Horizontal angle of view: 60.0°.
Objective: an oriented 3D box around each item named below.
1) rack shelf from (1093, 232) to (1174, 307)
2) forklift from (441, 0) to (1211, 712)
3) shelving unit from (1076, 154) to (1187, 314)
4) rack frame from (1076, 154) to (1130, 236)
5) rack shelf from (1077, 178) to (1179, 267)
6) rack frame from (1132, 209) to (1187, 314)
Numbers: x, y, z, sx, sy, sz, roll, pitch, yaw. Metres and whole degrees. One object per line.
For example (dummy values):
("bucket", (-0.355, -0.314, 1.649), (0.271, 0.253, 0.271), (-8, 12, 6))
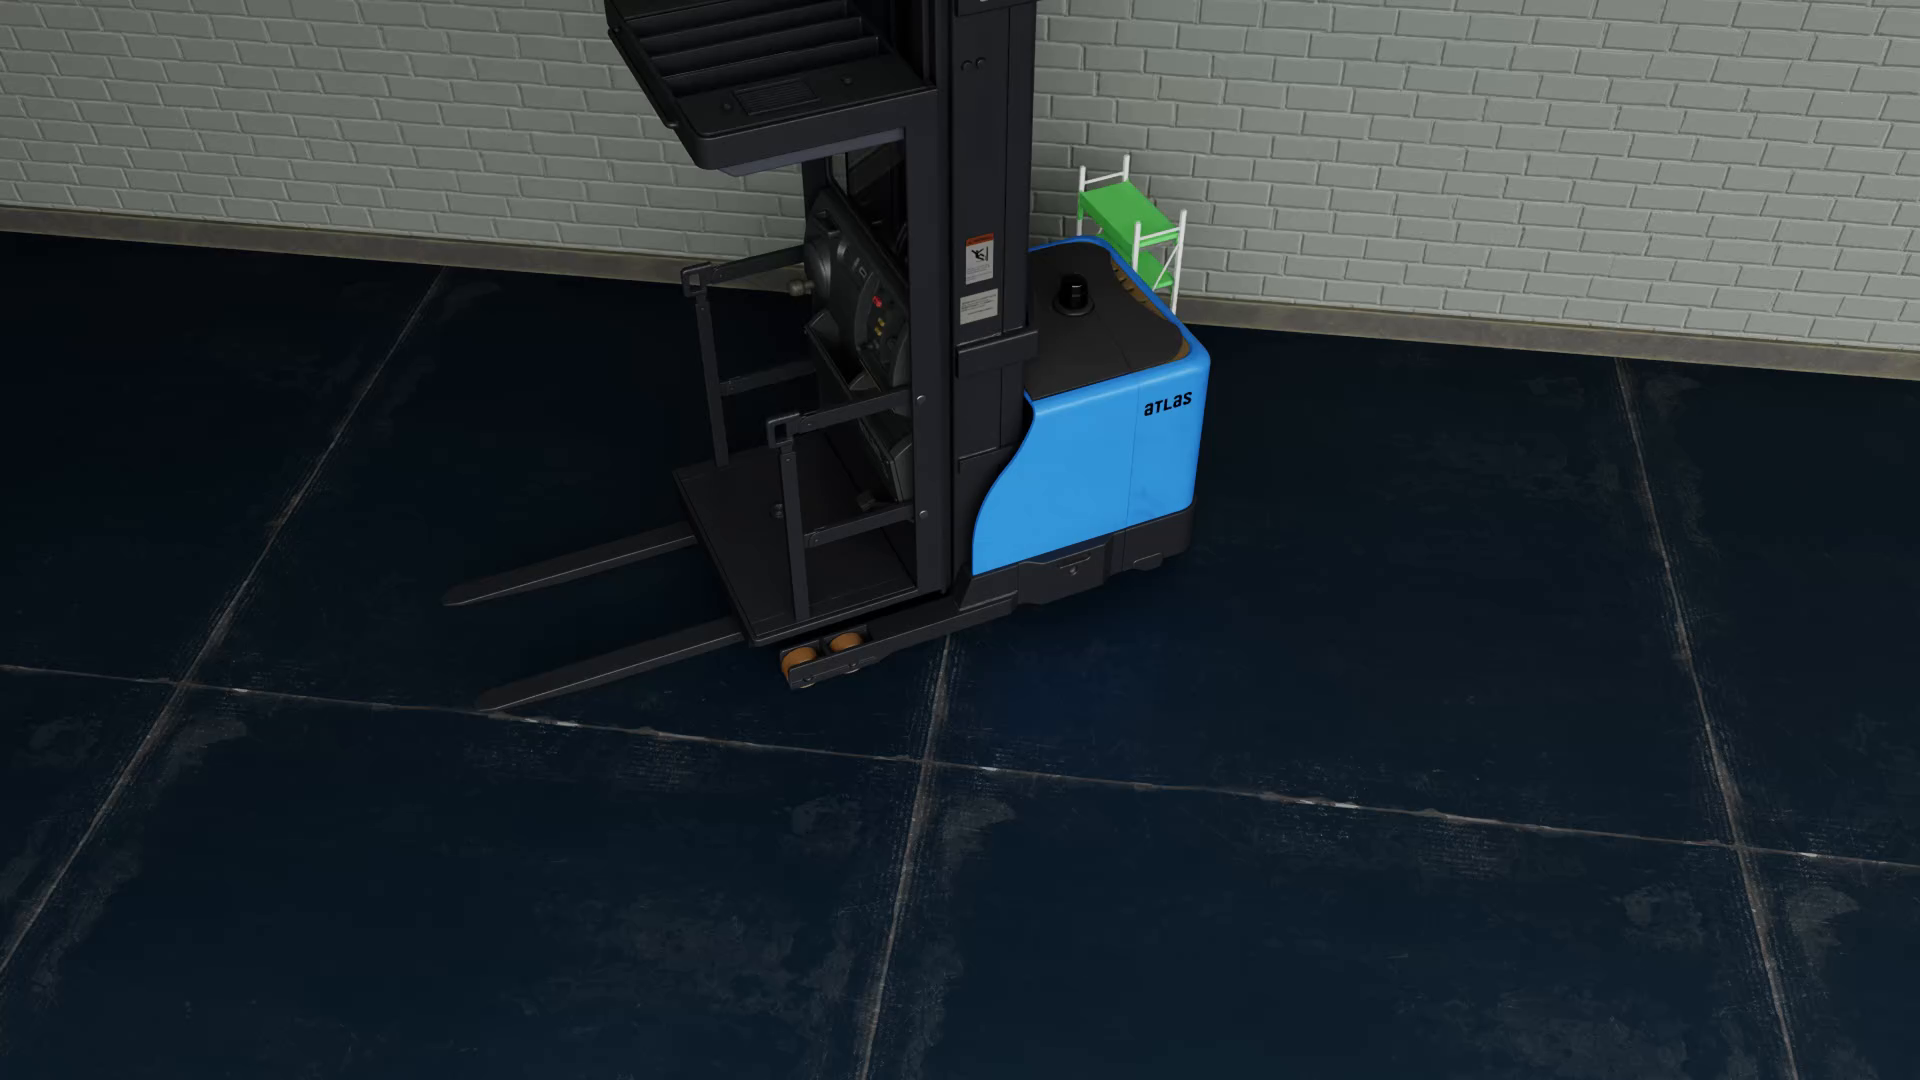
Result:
("rack shelf", (0.734, -1.192, 7.381), (0.258, 0.148, 0.480), (-18, 46, -18))
("forklift", (-0.569, -0.891, 6.059), (3.031, 2.935, 1.130), (-17, 46, -17))
("shelving unit", (0.734, -1.065, 7.502), (0.258, 1.200, 0.503), (-18, 46, -18))
("rack frame", (0.631, -1.217, 7.662), (0.240, 1.200, 0.015), (-18, 46, -18))
("rack shelf", (0.734, -1.367, 7.215), (0.258, 0.148, 0.480), (-18, 46, -18))
("rack frame", (0.837, -0.912, 7.341), (0.240, 1.200, 0.015), (-18, 46, -18))
